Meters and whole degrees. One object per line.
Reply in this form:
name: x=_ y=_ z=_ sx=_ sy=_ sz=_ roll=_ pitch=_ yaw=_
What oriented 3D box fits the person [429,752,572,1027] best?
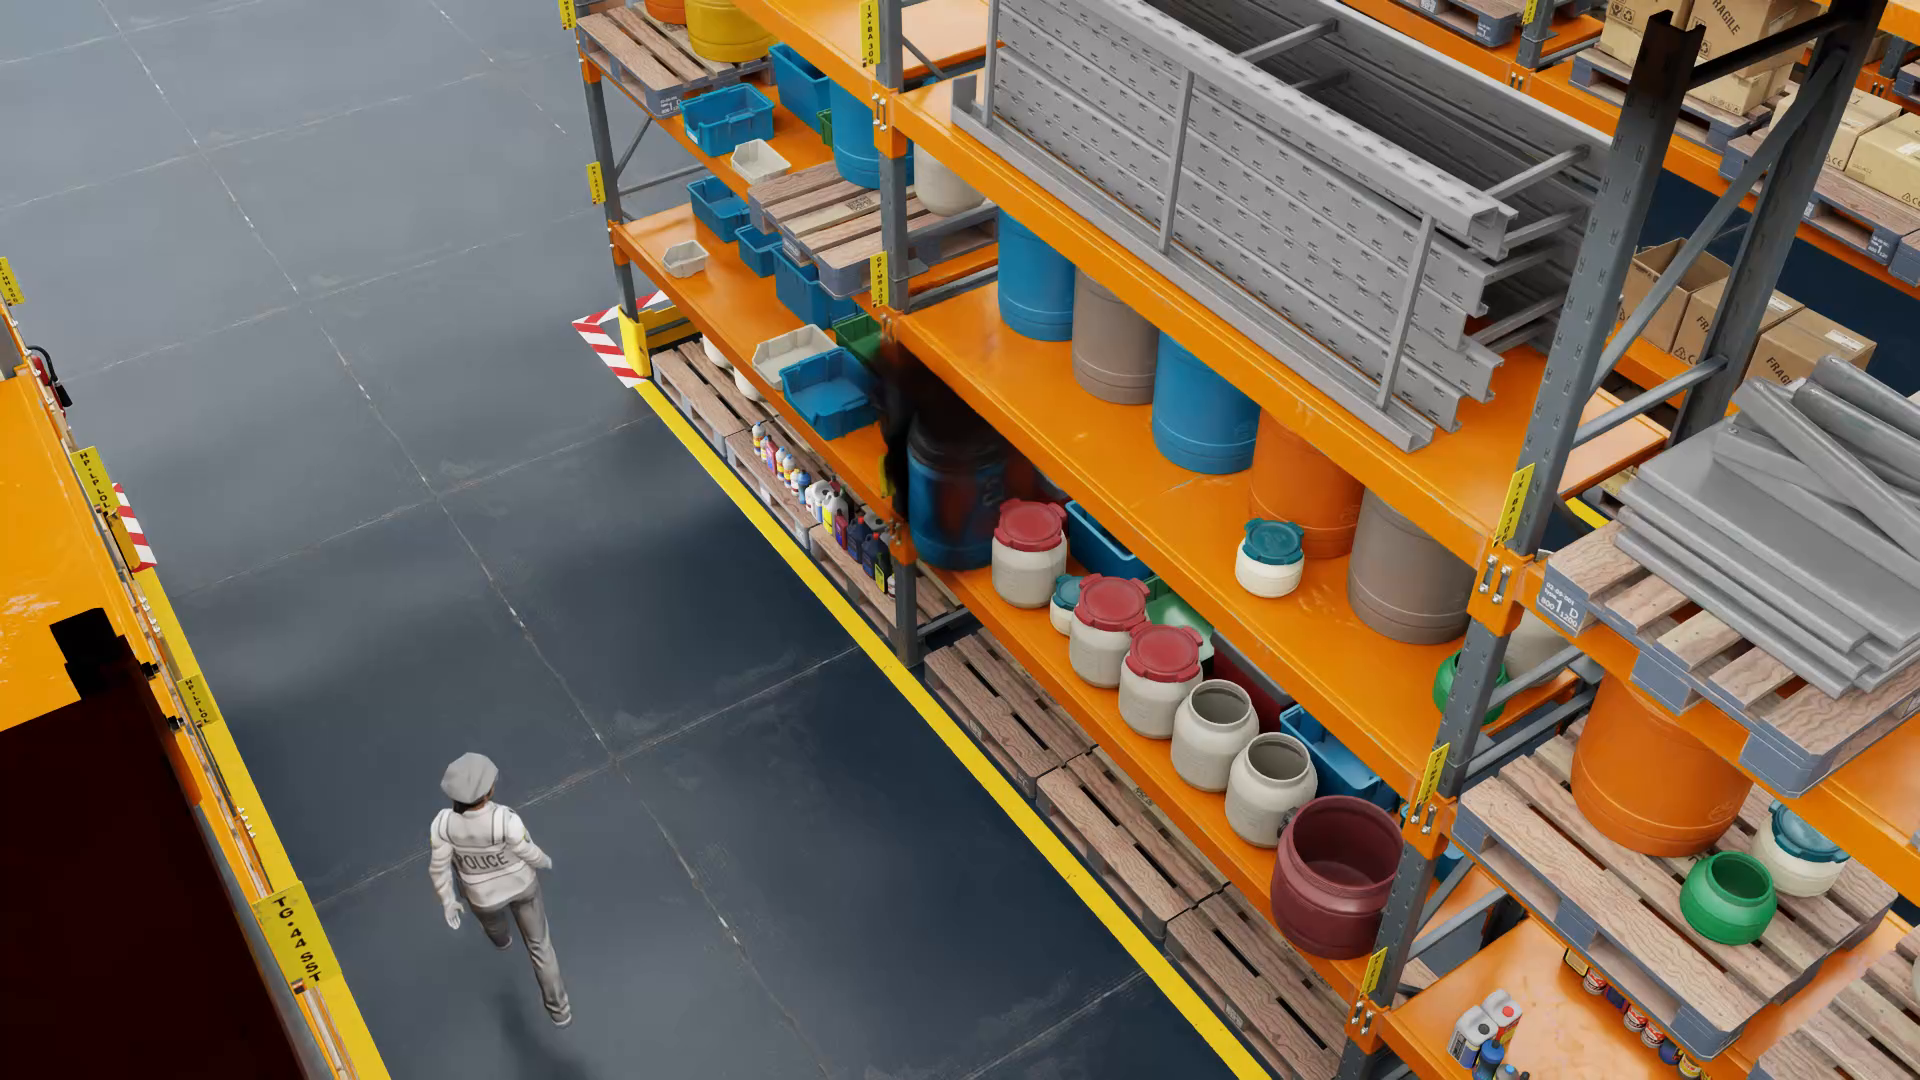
person: x=-2.311 y=1.689 z=8.285 sx=0.574 sy=1.630 sz=0.926 roll=-21 pitch=47 yaw=-21
